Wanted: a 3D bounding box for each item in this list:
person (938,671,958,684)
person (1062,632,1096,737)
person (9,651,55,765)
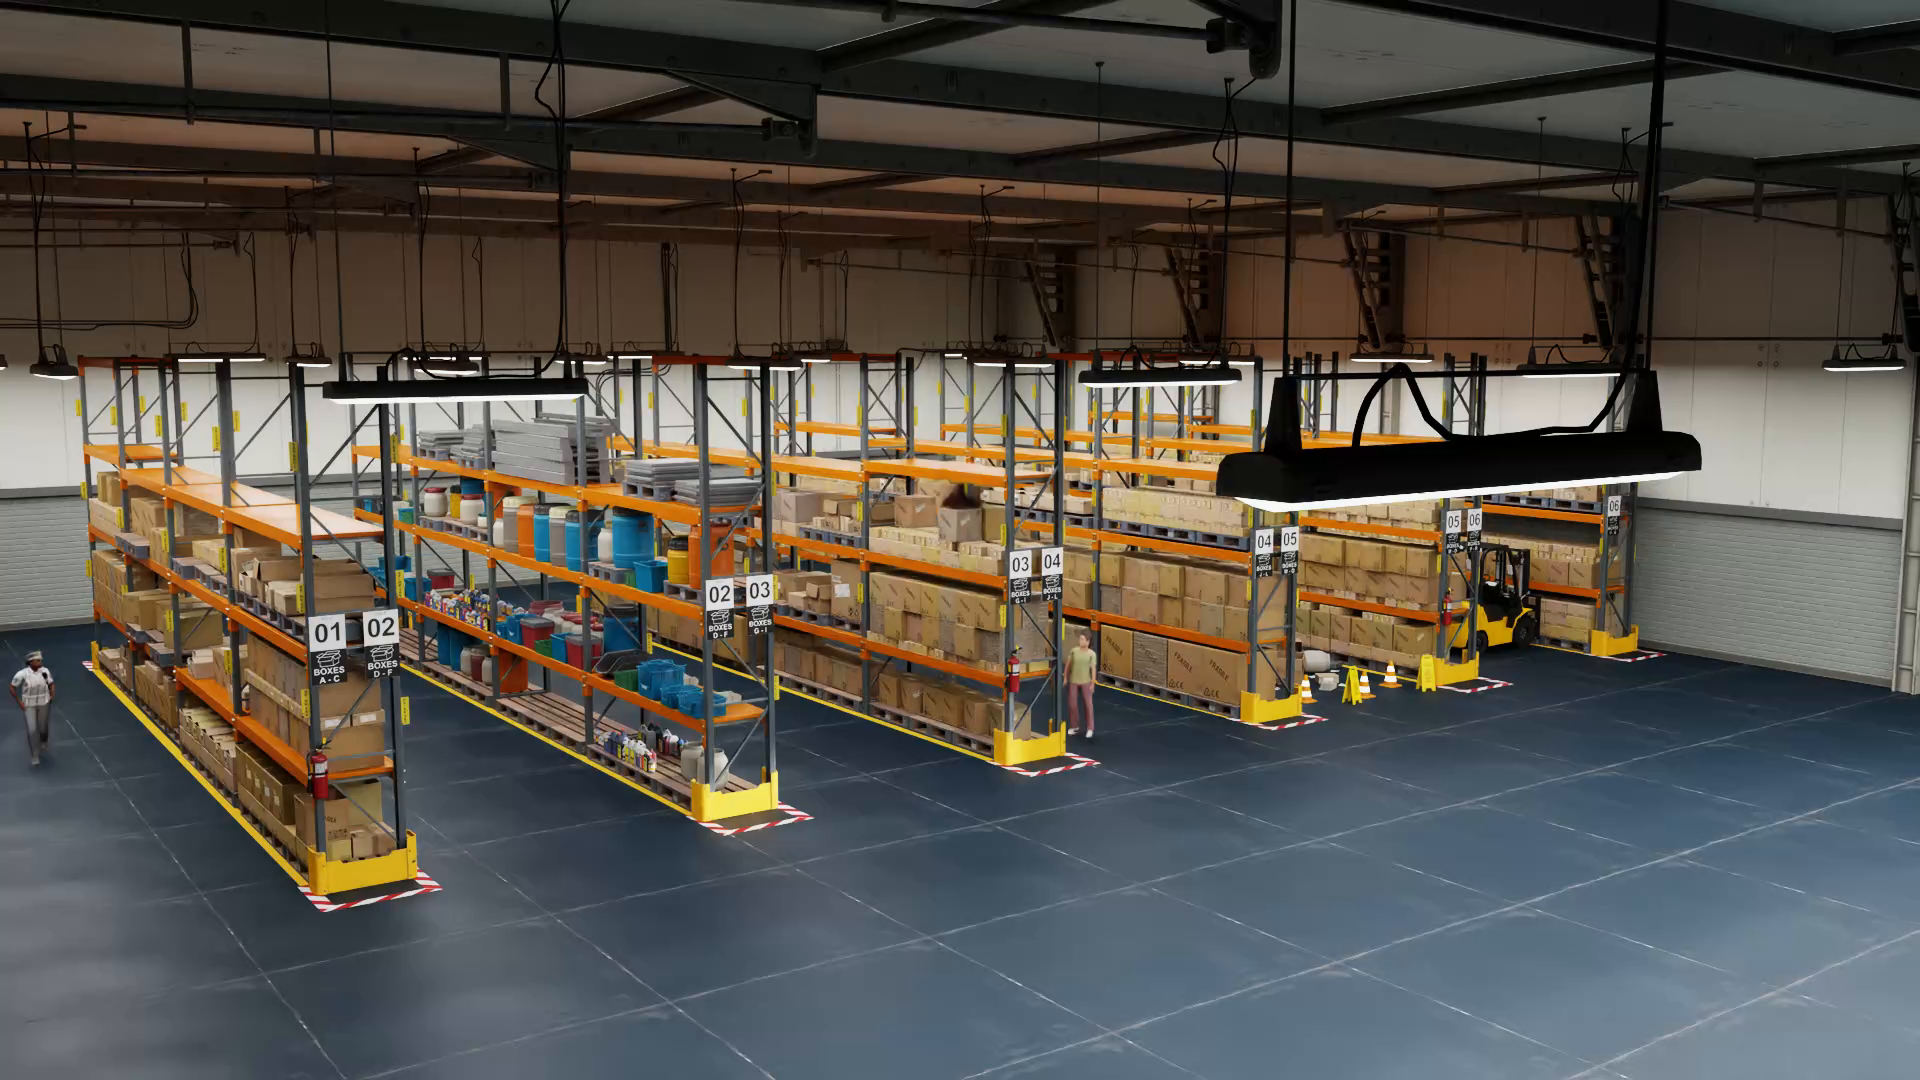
[{"bbox_3d":[-0.130,1.917,29.642,0.619,1.805,0.881,-5,9,-35],"label":"person"},{"bbox_3d":[1.904,2.296,26.575,0.536,1.663,0.435,1,7,9],"label":"person"},{"bbox_3d":[-13.922,2.507,24.999,0.603,1.722,0.707,-4,8,-29],"label":"person"}]
